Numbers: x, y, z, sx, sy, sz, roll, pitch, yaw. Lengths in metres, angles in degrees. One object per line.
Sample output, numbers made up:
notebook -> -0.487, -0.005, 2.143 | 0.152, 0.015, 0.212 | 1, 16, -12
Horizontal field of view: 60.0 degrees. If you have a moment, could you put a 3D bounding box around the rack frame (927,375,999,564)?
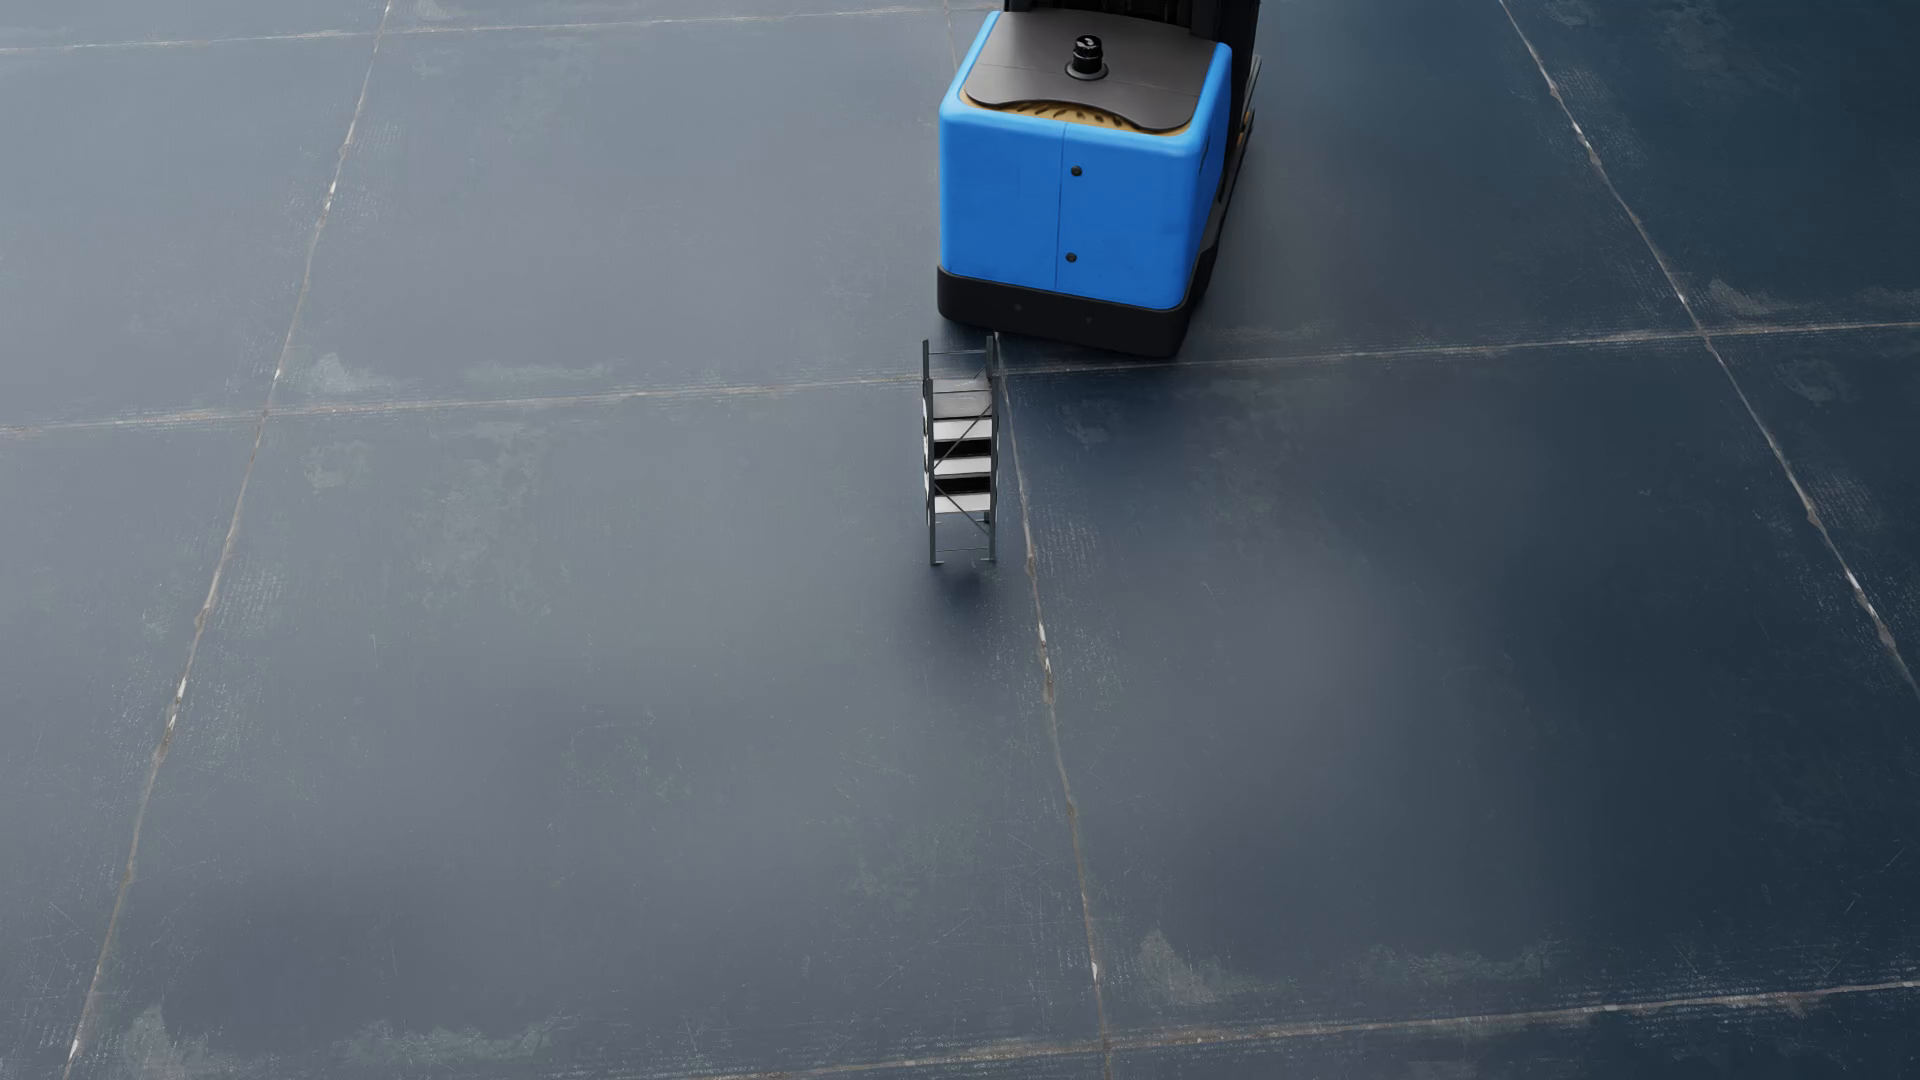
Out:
rack frame -> 0.009, -0.230, 5.848 | 0.240, 0.900, 0.006 | -3, 47, -3

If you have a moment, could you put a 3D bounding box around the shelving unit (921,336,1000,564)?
shelving unit -> 0.001, -0.304, 5.918 | 0.258, 0.900, 0.210 | -3, 47, -3

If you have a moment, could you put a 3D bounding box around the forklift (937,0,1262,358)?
forklift -> 0.795, -2.854, 6.934 | 1.130, 2.935, 3.031 | 12, 48, 11

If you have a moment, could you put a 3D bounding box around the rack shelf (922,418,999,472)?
rack shelf -> 0.001, -0.343, 5.877 | 0.258, 0.077, 0.200 | -3, 47, -3

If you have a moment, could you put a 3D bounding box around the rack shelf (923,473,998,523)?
rack shelf -> 0.001, -0.157, 6.073 | 0.258, 0.077, 0.200 | -3, 47, -3

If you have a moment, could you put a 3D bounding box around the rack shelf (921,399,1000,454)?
rack shelf -> 0.001, -0.404, 5.811 | 0.258, 0.077, 0.200 | -3, 47, -3

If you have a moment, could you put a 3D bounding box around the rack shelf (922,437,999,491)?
rack shelf -> 0.001, -0.281, 5.942 | 0.258, 0.077, 0.200 | -3, 47, -3

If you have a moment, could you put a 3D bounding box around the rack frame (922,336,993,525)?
rack frame -> -0.008, -0.377, 5.987 | 0.240, 0.900, 0.006 | -3, 47, -3

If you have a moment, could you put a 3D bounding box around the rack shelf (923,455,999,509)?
rack shelf -> 0.001, -0.219, 6.007 | 0.258, 0.077, 0.200 | -3, 47, -3

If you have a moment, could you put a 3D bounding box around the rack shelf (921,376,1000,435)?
rack shelf -> 0.001, -0.466, 5.746 | 0.258, 0.077, 0.200 | -3, 47, -3
